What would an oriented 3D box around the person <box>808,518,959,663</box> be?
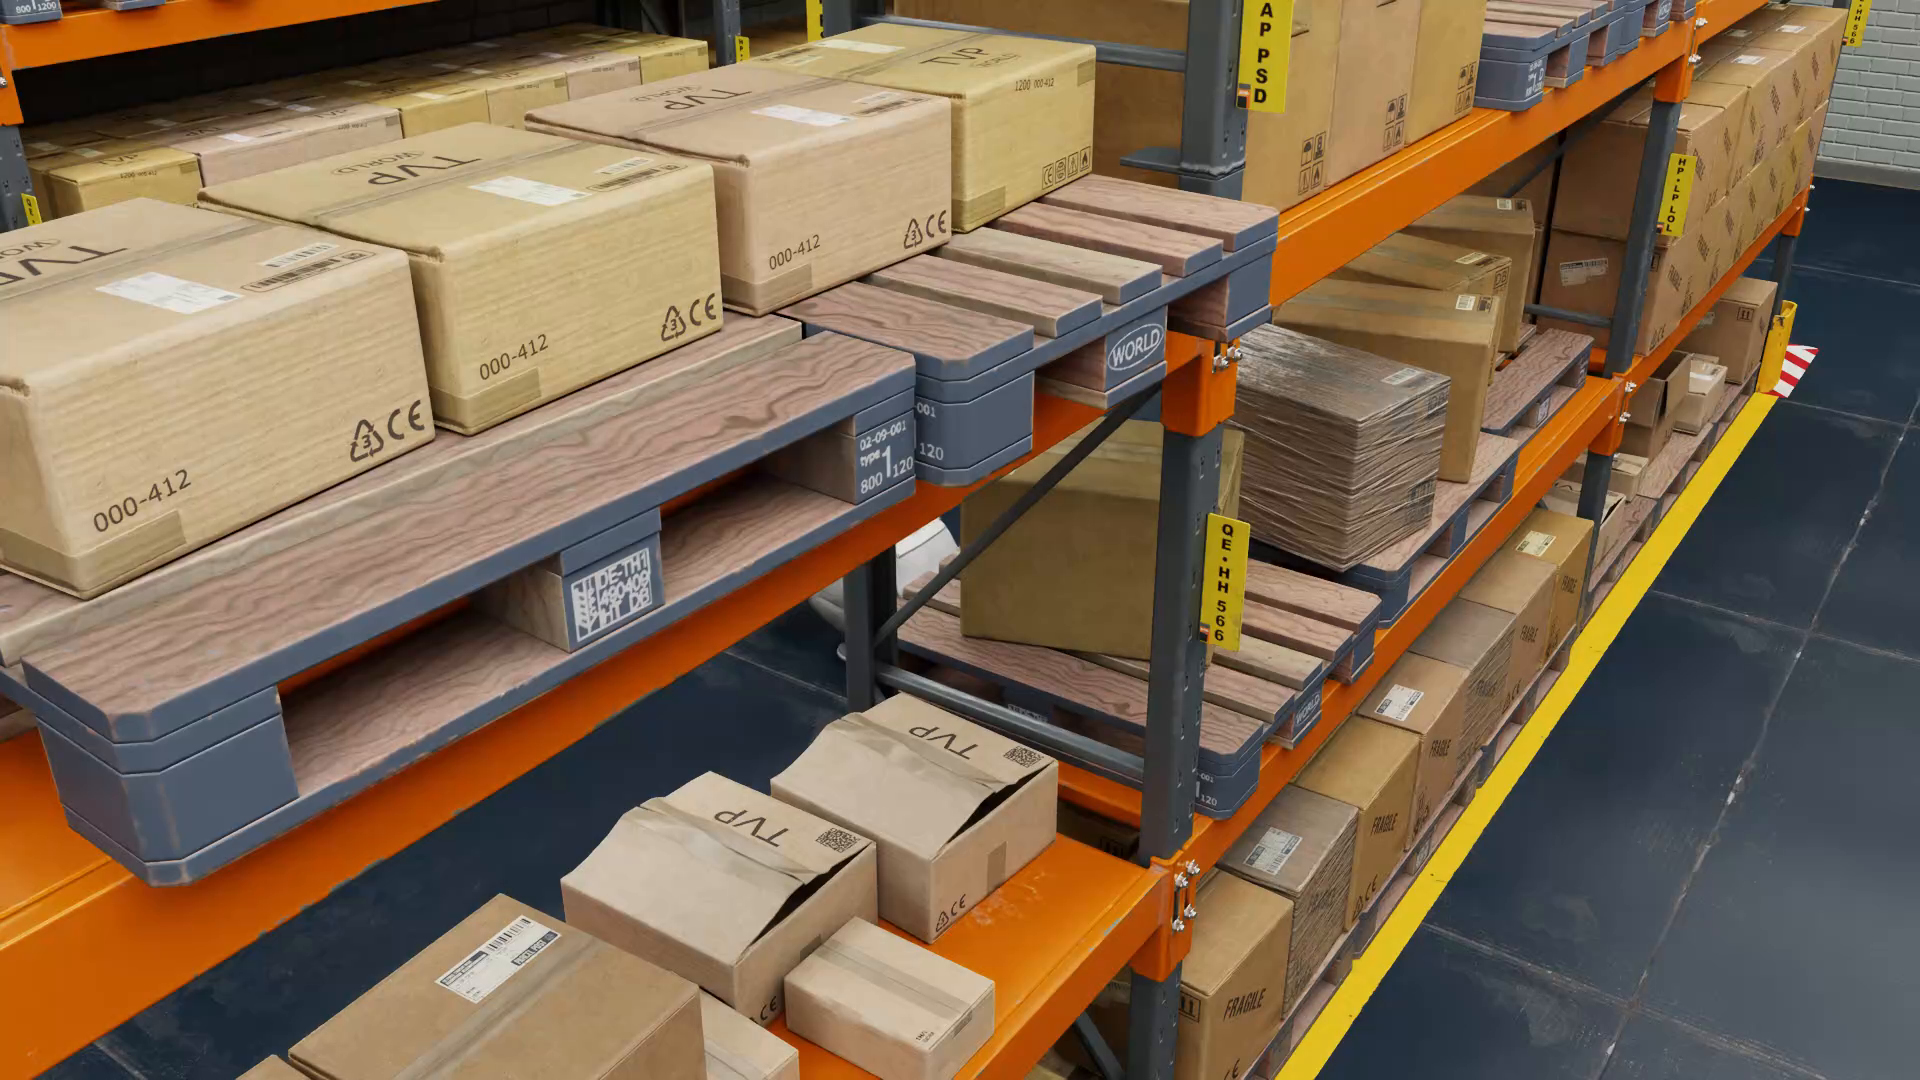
[{"bbox_3d":[-0.436,0.028,7.392,0.899,1.008,0.558,17,32,31],"label":"person"}]
